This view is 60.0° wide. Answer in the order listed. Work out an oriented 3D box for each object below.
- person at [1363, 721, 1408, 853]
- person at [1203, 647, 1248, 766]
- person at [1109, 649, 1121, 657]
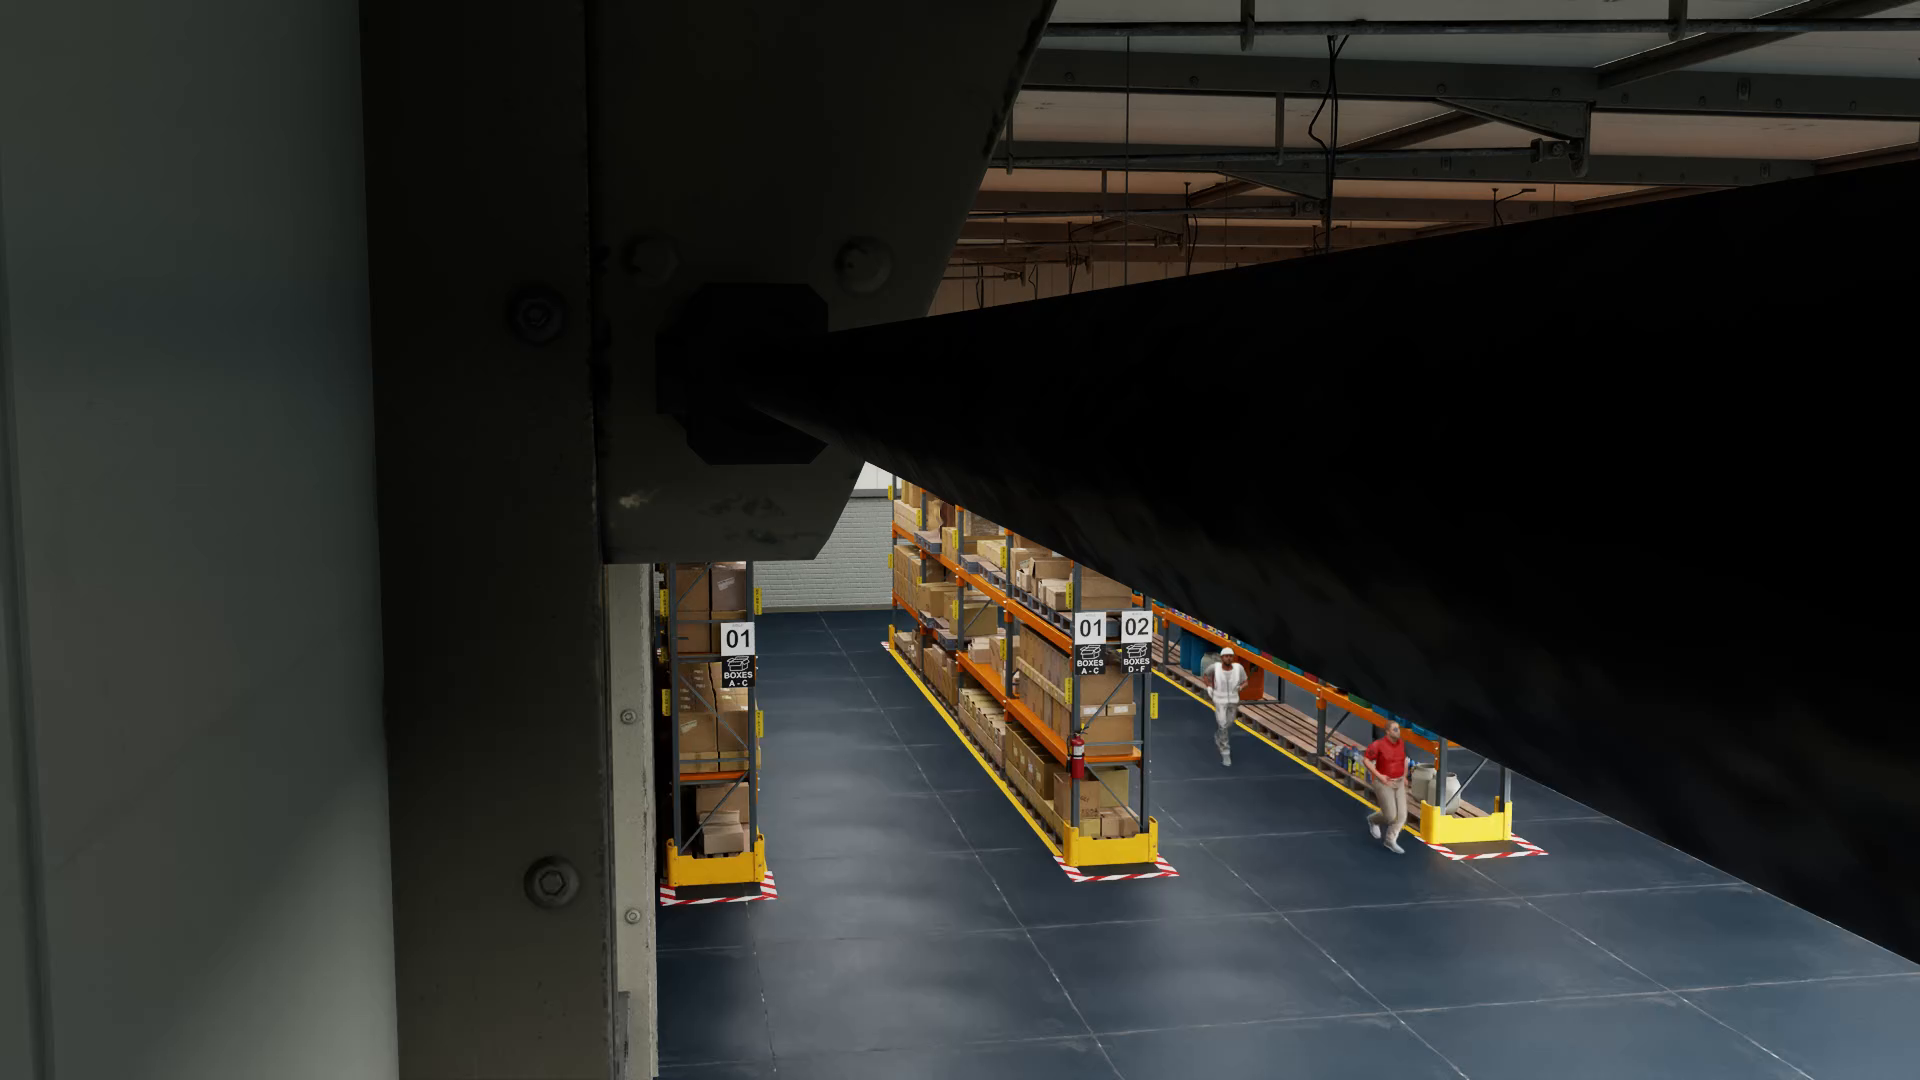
[{"bbox_3d":[5.547,3.179,21.580,0.697,1.709,0.585,-3,7,-23],"label":"person"},{"bbox_3d":[4.247,2.597,26.465,0.644,1.822,1.075,-1,6,-10],"label":"person"},{"bbox_3d":[2.747,2.202,30.726,0.557,1.621,0.563,-2,7,-22],"label":"person"}]
